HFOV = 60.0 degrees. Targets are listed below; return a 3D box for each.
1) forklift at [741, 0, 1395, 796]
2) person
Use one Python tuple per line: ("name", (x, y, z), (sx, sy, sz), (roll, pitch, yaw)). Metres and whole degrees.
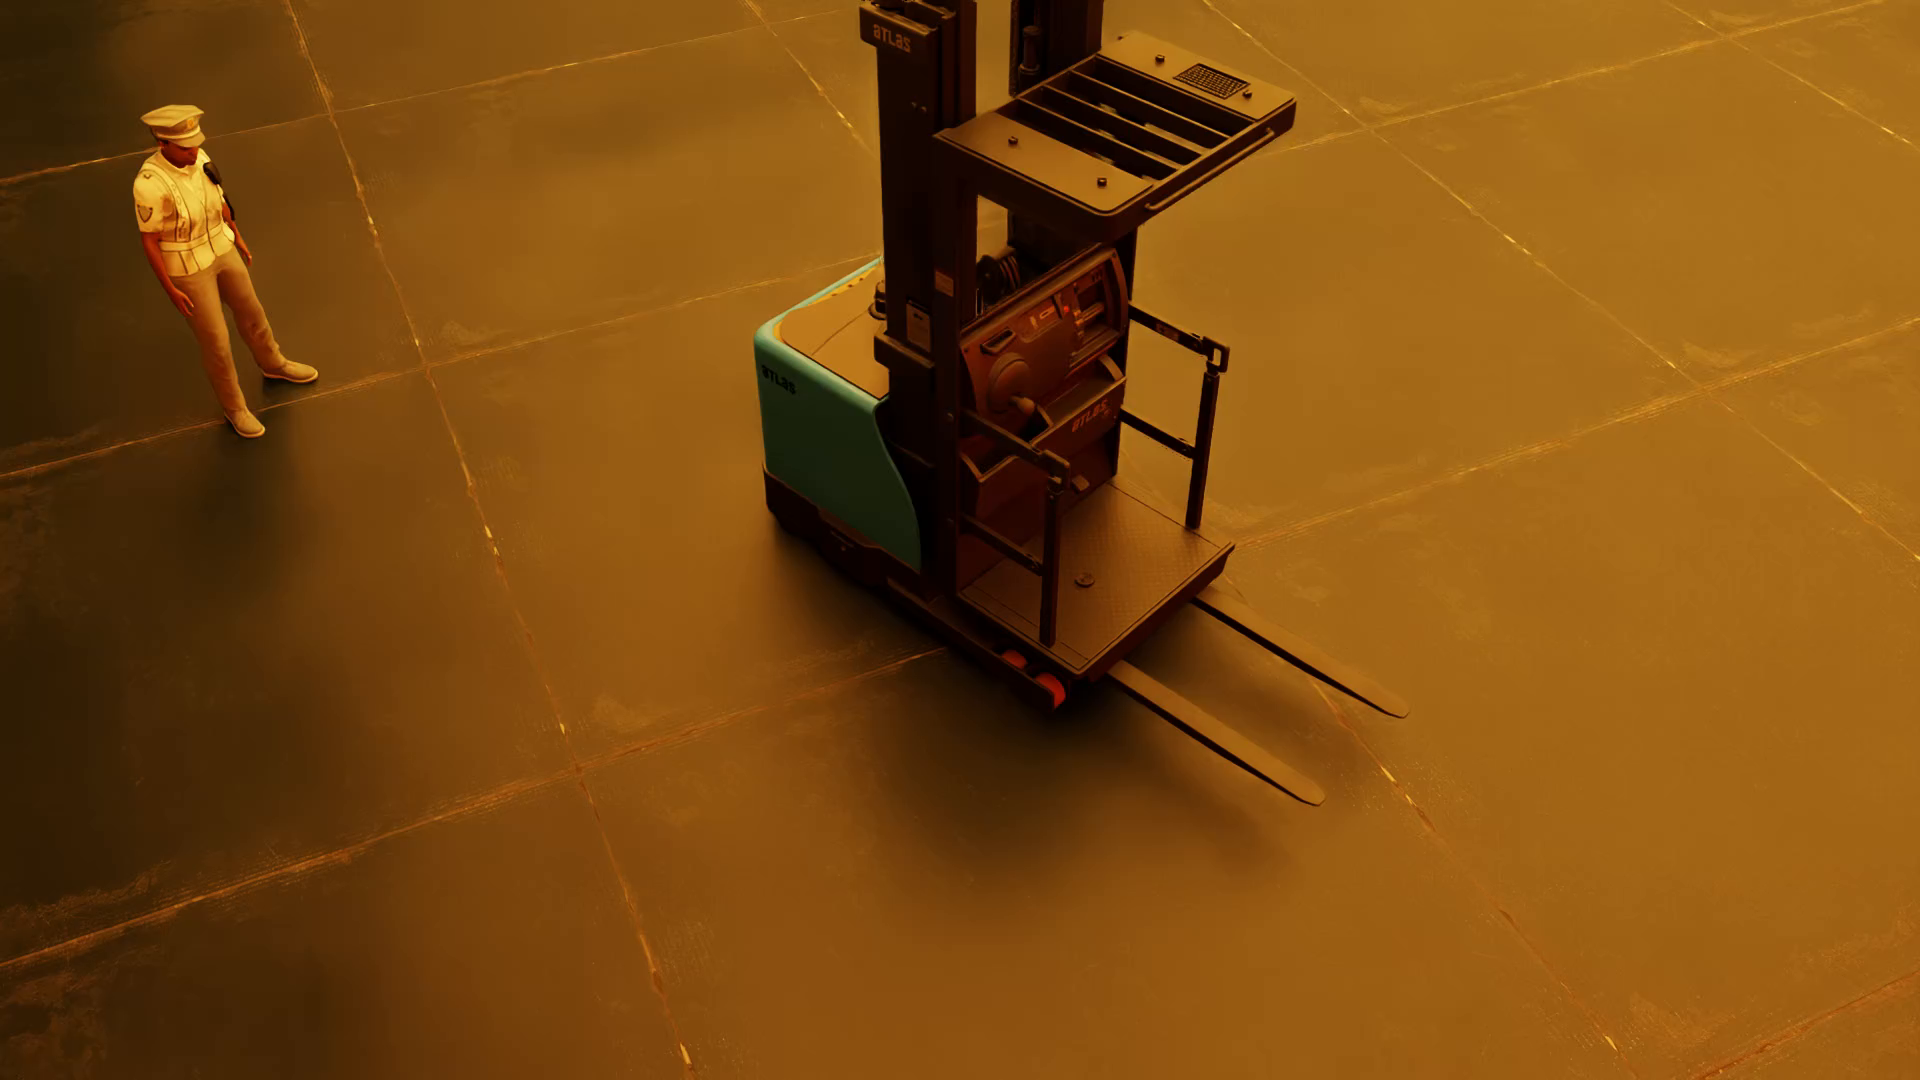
("forklift", (0.445, -0.788, 6.525), (3.031, 2.935, 1.130), (32, 52, 30))
("person", (-3.622, -1.322, 8.037), (0.448, 1.660, 0.632), (16, 45, 16))
